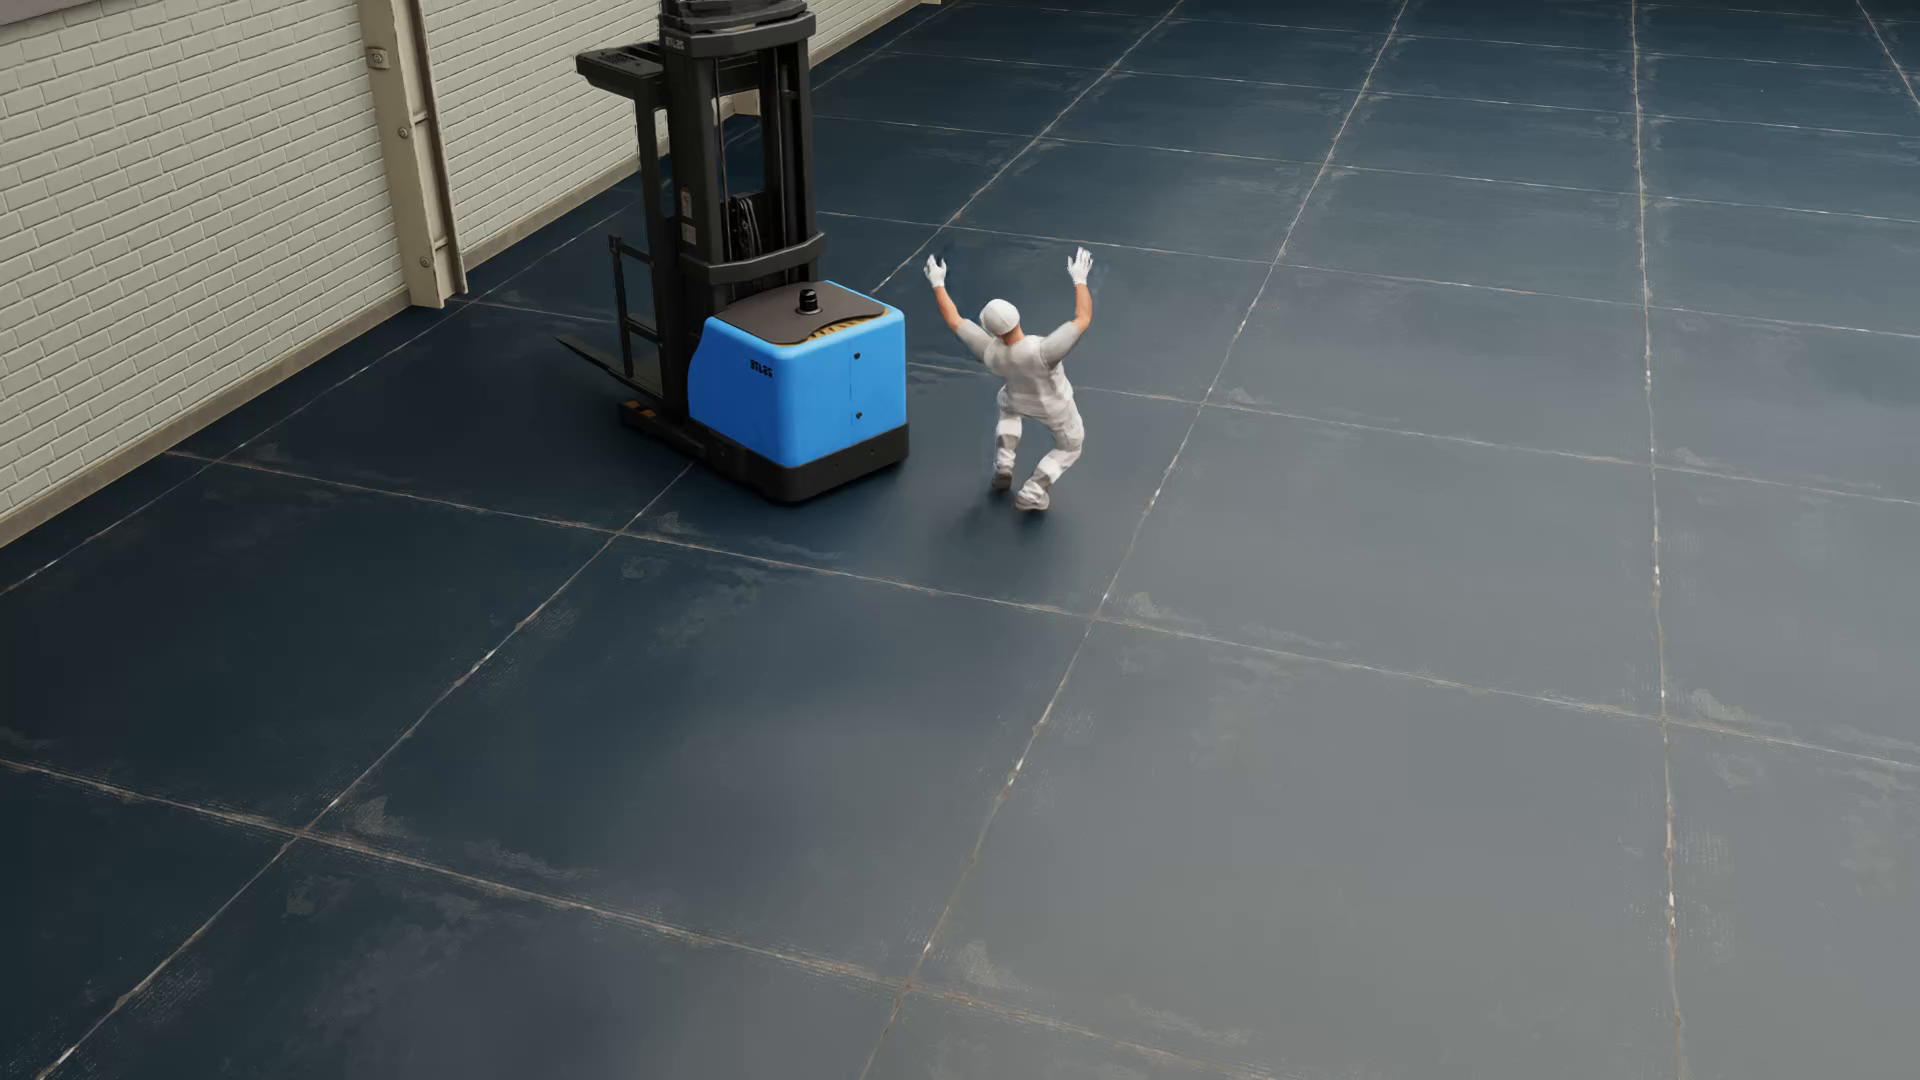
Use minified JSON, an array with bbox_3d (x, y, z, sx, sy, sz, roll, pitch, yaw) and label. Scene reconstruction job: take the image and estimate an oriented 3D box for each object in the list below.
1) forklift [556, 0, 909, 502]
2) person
[{"bbox_3d":[-1.709,-2.150,10.908,1.130,2.935,3.031,-25,38,-36],"label":"forklift"},{"bbox_3d":[0.287,-0.975,10.129,1.051,1.676,0.804,14,33,23],"label":"person"}]
